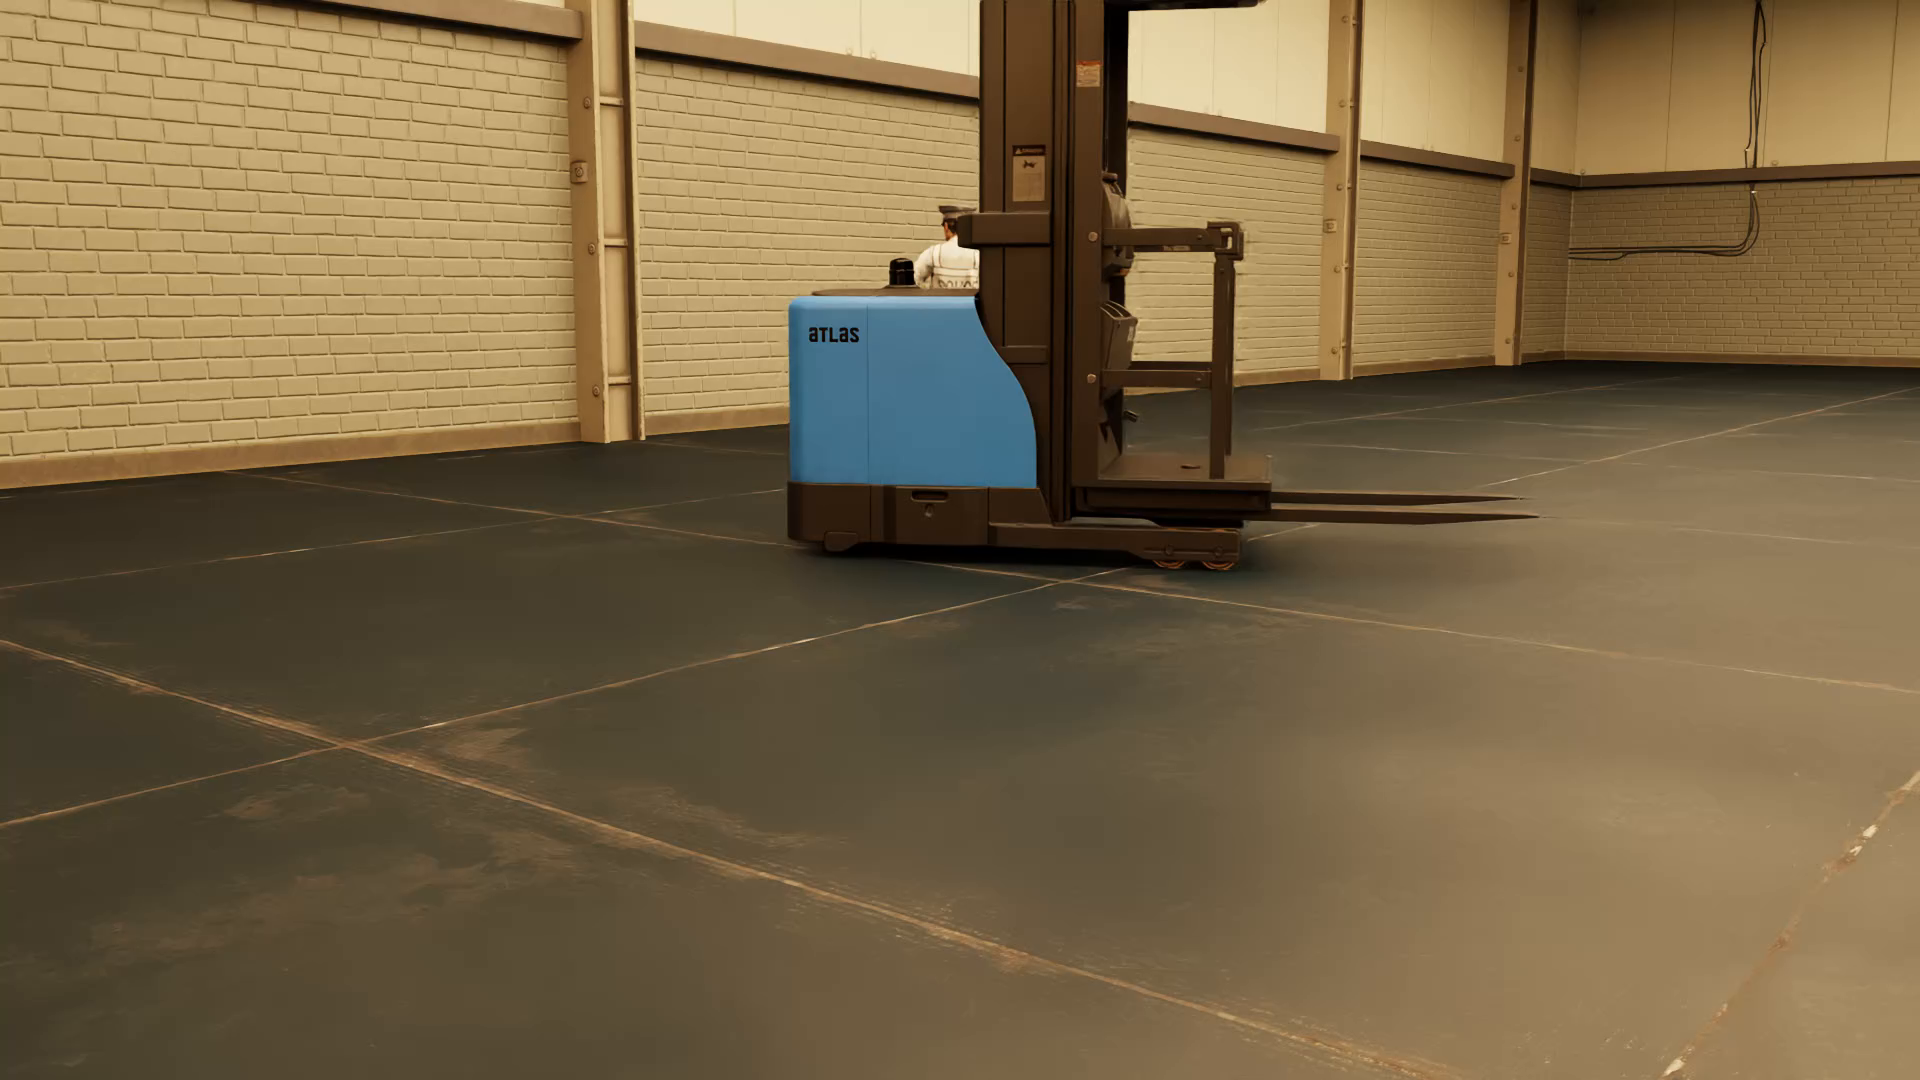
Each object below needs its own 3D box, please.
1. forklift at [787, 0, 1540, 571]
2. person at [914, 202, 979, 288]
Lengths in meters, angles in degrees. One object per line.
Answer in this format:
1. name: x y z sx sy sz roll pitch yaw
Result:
1. forklift: 0.846 -1.412 6.934 3.031 2.935 1.130 2 8 11
2. person: 0.006 -1.228 10.179 0.879 1.650 0.726 -1 8 -6
